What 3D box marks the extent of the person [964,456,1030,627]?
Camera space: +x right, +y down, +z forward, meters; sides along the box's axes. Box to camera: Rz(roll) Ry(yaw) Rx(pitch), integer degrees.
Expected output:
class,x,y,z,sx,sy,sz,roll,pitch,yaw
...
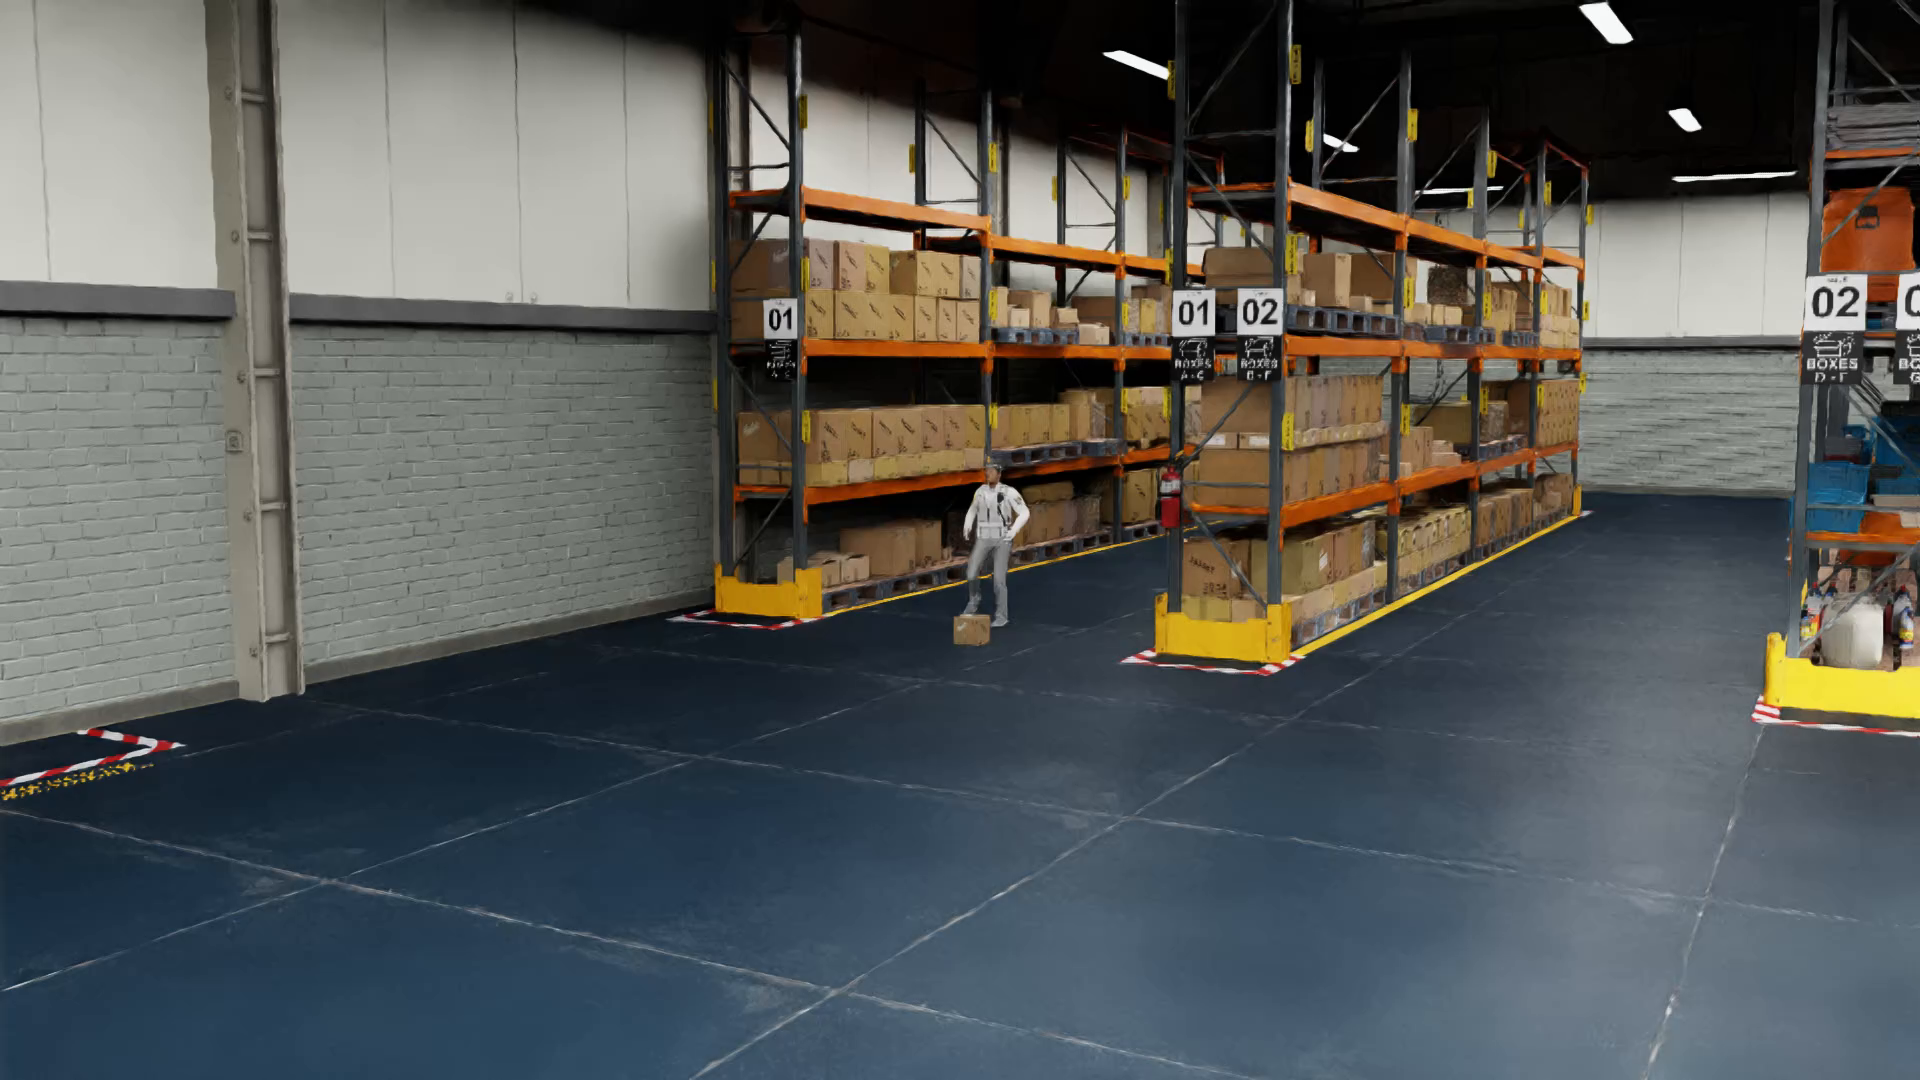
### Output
class,x,y,z,sx,sy,sz,roll,pitch,yaw
person,0.334,0.012,16.279,0.689,1.665,0.454,2,6,21
